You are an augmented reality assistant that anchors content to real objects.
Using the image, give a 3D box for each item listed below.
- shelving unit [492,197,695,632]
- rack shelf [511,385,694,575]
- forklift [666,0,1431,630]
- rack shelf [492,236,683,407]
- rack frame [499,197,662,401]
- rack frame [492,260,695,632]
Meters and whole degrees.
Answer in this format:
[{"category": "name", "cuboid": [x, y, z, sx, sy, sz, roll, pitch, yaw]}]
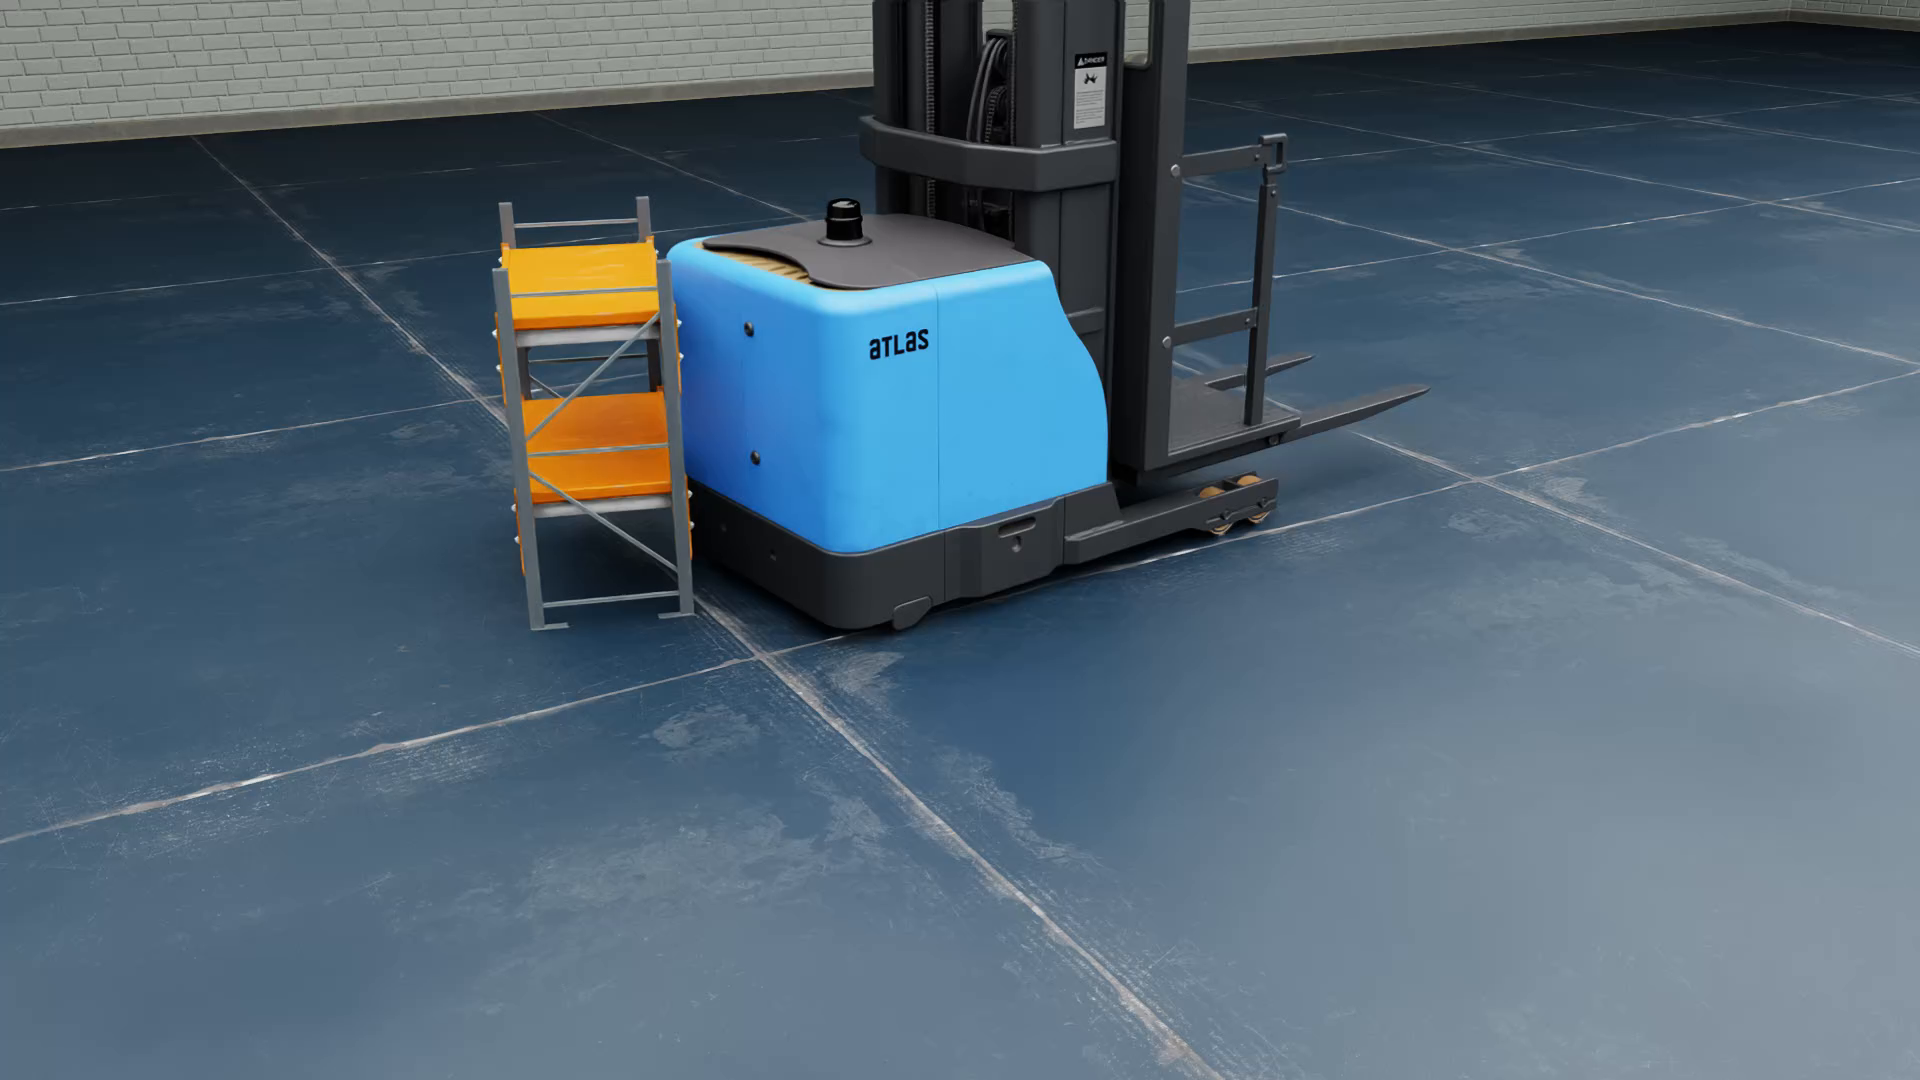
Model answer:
[{"category": "shelving unit", "cuboid": [-1.198, -0.452, 5.429, 0.538, 1.125, 1.048, -5, 23, -12]}, {"category": "rack shelf", "cuboid": [-1.198, -0.225, 5.521, 0.538, 0.278, 1.000, -5, 23, -12]}, {"category": "forklift", "cuboid": [0.518, -1.516, 5.649, 3.031, 2.935, 1.130, -17, 27, -35]}, {"category": "rack shelf", "cuboid": [-1.198, -0.723, 5.319, 0.538, 0.278, 1.000, -5, 23, -12]}, {"category": "rack frame", "cuboid": [-1.316, -0.638, 5.887, 0.500, 1.125, 0.032, -5, 23, -12]}, {"category": "rack frame", "cuboid": [-1.080, -0.266, 4.971, 0.500, 1.125, 0.032, -5, 23, -12]}]
